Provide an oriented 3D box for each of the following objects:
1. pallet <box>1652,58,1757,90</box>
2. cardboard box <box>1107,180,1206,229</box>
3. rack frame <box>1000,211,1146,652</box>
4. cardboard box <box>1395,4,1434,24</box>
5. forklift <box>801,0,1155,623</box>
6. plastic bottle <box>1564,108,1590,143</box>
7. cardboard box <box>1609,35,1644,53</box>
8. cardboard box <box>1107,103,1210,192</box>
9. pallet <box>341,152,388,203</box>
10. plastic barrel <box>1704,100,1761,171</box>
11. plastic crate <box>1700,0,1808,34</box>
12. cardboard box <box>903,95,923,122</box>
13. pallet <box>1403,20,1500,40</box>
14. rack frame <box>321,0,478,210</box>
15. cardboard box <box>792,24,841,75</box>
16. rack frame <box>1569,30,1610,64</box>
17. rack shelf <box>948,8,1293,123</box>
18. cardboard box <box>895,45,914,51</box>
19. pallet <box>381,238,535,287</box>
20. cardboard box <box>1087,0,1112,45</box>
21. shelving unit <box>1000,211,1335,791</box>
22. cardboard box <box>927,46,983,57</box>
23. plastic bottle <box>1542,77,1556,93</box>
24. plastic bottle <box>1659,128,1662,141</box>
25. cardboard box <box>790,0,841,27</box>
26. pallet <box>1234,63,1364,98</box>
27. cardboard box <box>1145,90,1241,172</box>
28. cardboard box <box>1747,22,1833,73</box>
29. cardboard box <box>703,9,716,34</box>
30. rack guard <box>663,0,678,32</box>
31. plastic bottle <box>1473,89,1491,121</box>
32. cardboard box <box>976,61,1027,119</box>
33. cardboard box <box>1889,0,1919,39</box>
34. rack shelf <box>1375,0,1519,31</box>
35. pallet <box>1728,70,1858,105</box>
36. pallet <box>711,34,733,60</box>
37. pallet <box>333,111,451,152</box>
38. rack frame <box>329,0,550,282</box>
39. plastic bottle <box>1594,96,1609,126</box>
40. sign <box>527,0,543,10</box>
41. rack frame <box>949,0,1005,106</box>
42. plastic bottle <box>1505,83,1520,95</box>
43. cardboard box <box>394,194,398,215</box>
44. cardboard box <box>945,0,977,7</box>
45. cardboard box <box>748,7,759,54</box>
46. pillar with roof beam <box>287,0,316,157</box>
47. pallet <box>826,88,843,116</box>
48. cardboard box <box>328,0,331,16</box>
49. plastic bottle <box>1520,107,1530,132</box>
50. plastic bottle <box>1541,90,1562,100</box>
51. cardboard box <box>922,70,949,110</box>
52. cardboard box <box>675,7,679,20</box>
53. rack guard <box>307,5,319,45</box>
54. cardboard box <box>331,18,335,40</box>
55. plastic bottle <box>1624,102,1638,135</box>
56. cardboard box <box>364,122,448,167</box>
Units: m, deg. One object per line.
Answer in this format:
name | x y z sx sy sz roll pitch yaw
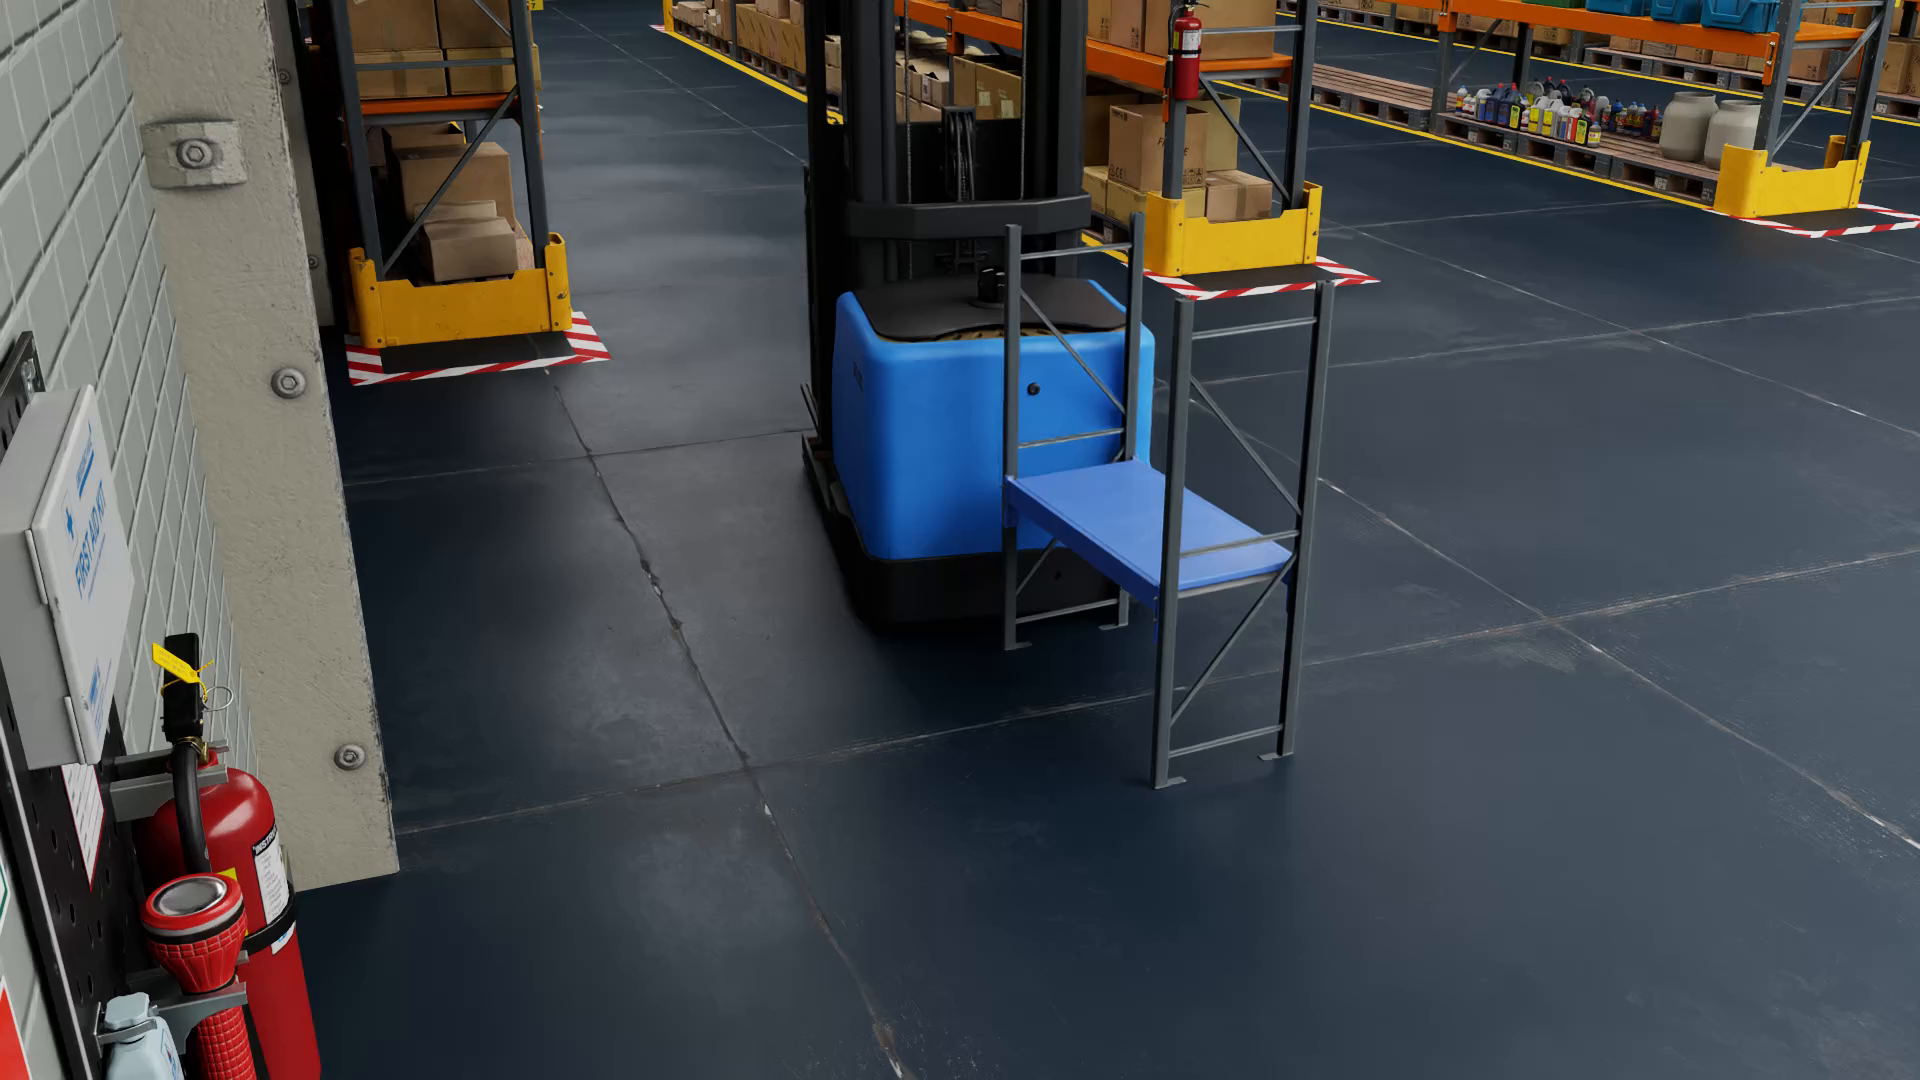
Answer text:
pallet | 8.952 -5.495 19.533 1.003 0.211 1.213 -8 24 -19
cardboard box | 1.341 -2.323 11.416 0.500 0.250 0.500 -8 24 -19
rack frame | 0.376 -0.343 5.650 0.500 1.500 0.032 -10 25 -23
cardboard box | 7.082 -7.945 23.950 1.225 0.875 0.875 -8 24 -19
forklift | -0.099 -1.598 6.785 1.130 2.935 3.031 -4 23 -10
plastic bottle | 5.320 -3.571 14.317 0.152 0.276 0.135 -8 24 -19
cardboard box | 8.505 -6.317 20.545 0.700 0.500 0.500 -10 25 -22
cardboard box | 1.339 -2.669 11.270 0.500 0.500 0.500 -8 24 -19
pallet | -4.515 -3.013 13.642 1.003 0.211 1.213 -8 24 -19
plastic barrel | 6.138 -3.196 13.151 0.421 0.512 0.421 0 23 0
plastic crate | 5.986 -3.993 12.570 0.499 0.251 0.616 -8 24 -19
cardboard box | -0.201 -3.917 15.198 0.500 0.250 0.500 -9 24 -20
pallet | 7.180 -7.406 24.065 1.003 0.211 1.213 -8 24 -19
rack frame | -4.239 -4.015 12.430 1.000 3.000 0.127 -8 24 -19
cardboard box | -1.569 -5.508 18.624 0.500 0.500 0.500 -7 24 -17
rack frame | 8.250 -7.507 20.716 1.000 3.000 0.127 -8 24 -19
rack shelf | 1.101 -3.638 12.462 1.077 0.370 4.000 -8 24 -19
cardboard box | -0.737 -4.728 16.400 0.500 0.311 0.500 -9 24 -20
pallet | -3.107 -1.604 10.301 1.003 0.211 1.213 -8 24 -19
cardboard box | 1.294 -3.831 11.866 0.700 0.500 0.500 -8 24 -19
shelving unit | 0.590 -0.164 5.225 0.538 1.500 1.048 -10 25 -23
cardboard box | -0.063 -4.624 16.152 0.500 0.311 0.500 -8 24 -18
plastic bottle | 5.526 -4.162 15.623 0.144 0.351 0.185 -9 24 -20
plastic bottle | 6.093 -3.568 14.316 0.097 0.271 0.097 0 23 0
cardboard box | -1.593 -5.873 18.526 0.500 0.250 0.500 -7 24 -17
pallet | 3.854 -5.256 18.965 1.003 0.211 1.213 -8 24 -19
cardboard box | 1.647 -2.921 11.870 0.500 0.500 0.500 -8 24 -19
cardboard box | 9.315 -5.507 18.621 0.700 0.500 0.500 -8 24 -19
cardboard box | -3.164 -7.007 22.425 0.500 0.311 0.500 -8 24 -19
rack guard | -3.818 -7.877 24.811 1.175 0.500 0.348 -8 24 -19
plastic bottle | 4.872 -4.032 15.412 0.152 0.276 0.135 -7 24 -17
cardboard box | 0.449 -3.576 13.423 0.500 0.500 0.500 -8 24 -19
cardboard box | 13.057 -7.074 22.045 1.050 0.750 0.750 -9 24 -20
rack shelf | 4.323 -5.769 17.519 1.077 0.370 4.000 -8 24 -19
pallet | 9.386 -5.051 18.480 1.003 0.211 1.213 -8 24 -19
pallet | -2.674 -6.567 22.077 1.003 0.211 1.213 -8 24 -19
pallet | -5.377 -3.899 15.746 1.003 0.211 1.213 -8 24 -19
rack frame | -2.826 -2.561 8.982 1.000 3.000 0.127 -8 24 -19
plastic bottle | 5.762 -3.881 15.052 0.152 0.276 0.135 -8 24 -18
sign | -2.318 -3.035 8.991 0.100 0.325 0.005 -8 24 -19
rack frame | 0.394 -4.696 14.046 1.000 3.000 0.127 -8 24 -19
plastic bottle | 5.061 -4.026 15.300 0.144 0.351 0.185 -8 24 -19
cardboard box | -3.693 -2.320 11.513 0.380 0.149 0.250 -10 25 -23
cardboard box | 0.179 -4.800 14.485 0.500 0.250 0.500 -7 24 -16
cardboard box | -2.290 -6.252 20.390 0.500 0.500 0.500 -8 24 -18
pillar with roof beam | -1.975 -8.232 14.712 9.100 9.000 0.400 -8 24 -19
pallet | -0.765 -4.560 17.314 1.003 0.211 1.213 -8 24 -19
cardboard box | -3.918 -3.731 10.958 0.500 0.500 0.500 -8 24 -18
plastic bottle | 5.071 -3.762 14.868 0.097 0.201 0.097 0 23 0
plastic bottle | 5.465 -4.028 15.402 0.152 0.276 0.135 -8 24 -19
cardboard box | -0.017 -3.989 14.645 0.500 0.311 0.500 -8 24 -19
cardboard box | -3.930 -7.663 24.167 0.380 0.166 0.250 -8 24 -19
rack guard | -8.487 -7.232 23.281 1.175 0.500 0.348 -8 24 -19
cardboard box | -4.080 -3.572 11.547 0.500 0.250 0.500 -9 25 -21
plastic bottle | 5.937 -3.729 14.698 0.097 0.271 0.097 0 23 0
cardboard box | -4.515 -3.331 13.459 0.700 0.500 0.500 -7 24 -17
